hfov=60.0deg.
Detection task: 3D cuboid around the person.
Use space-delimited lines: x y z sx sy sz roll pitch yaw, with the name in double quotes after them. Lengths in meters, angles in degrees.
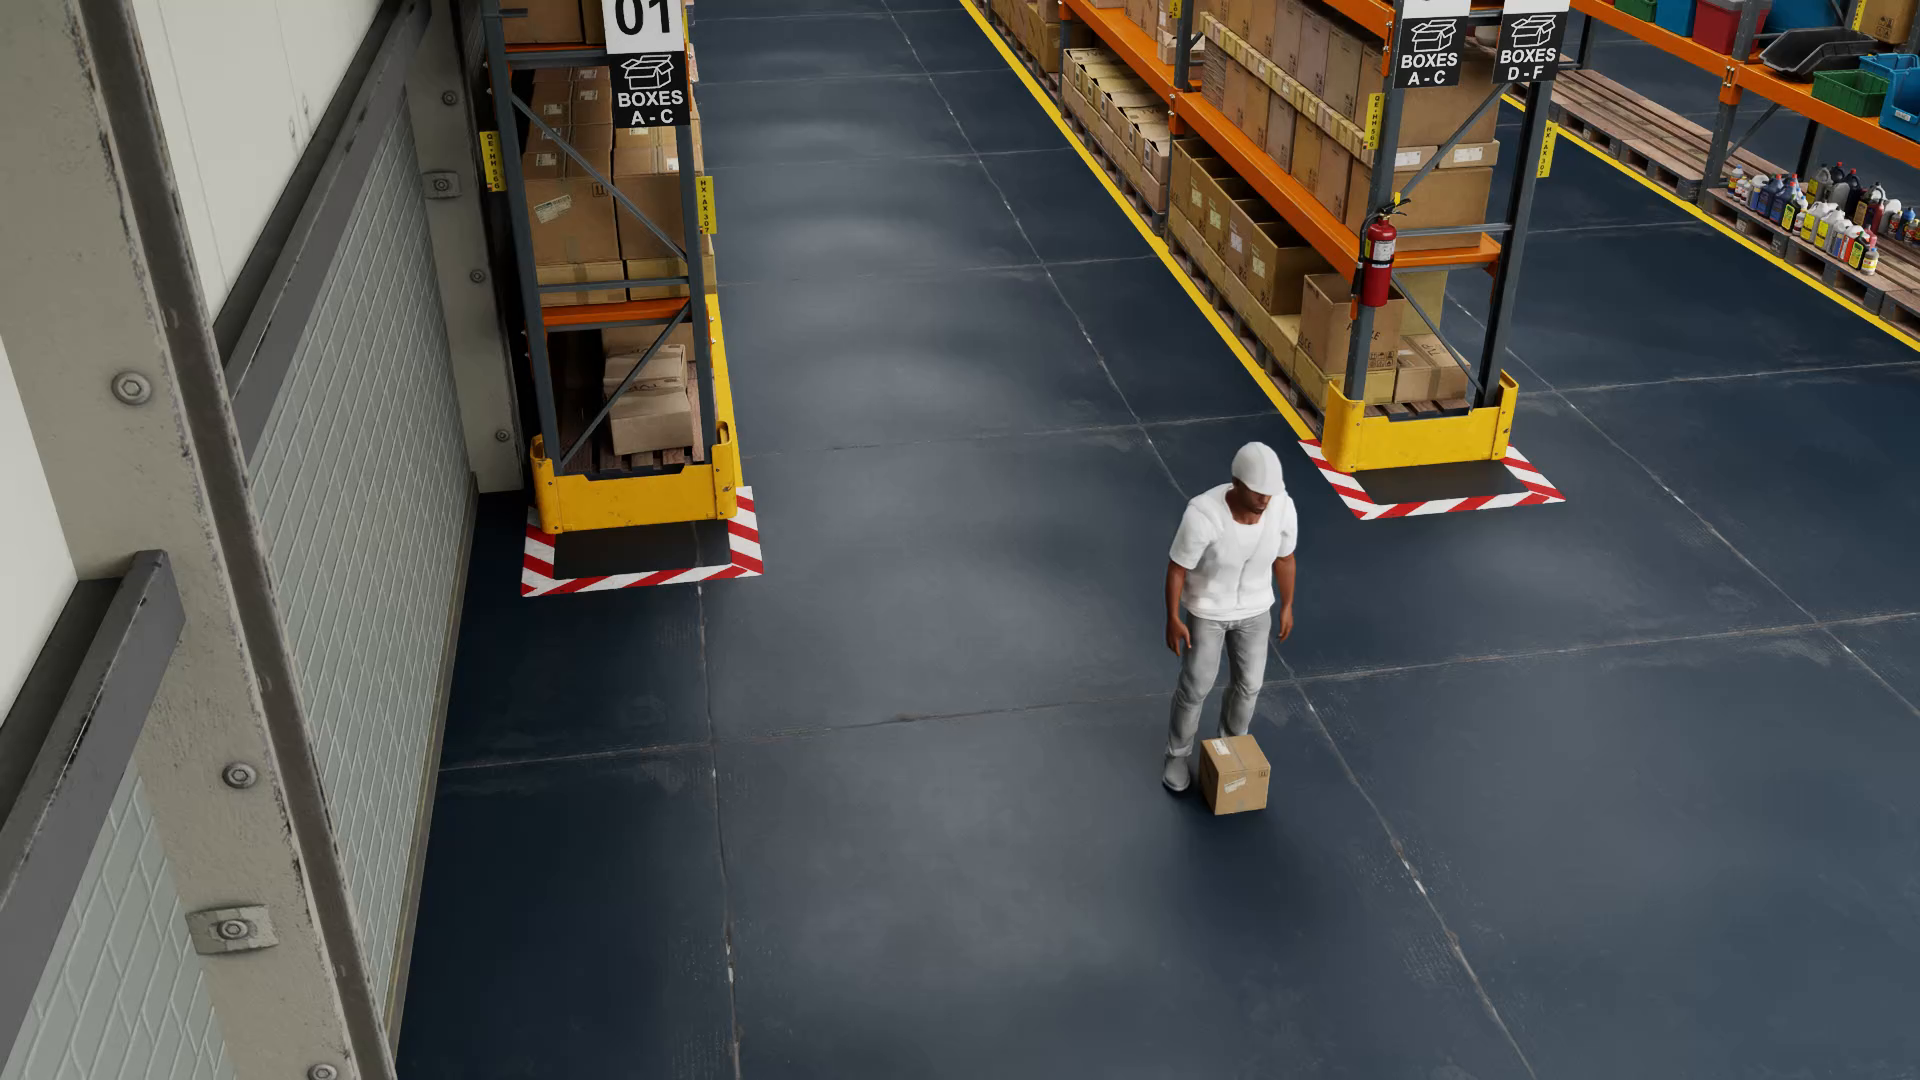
1.231 0.331 7.560 0.631 1.759 0.461 -7 31 -12 "person"
